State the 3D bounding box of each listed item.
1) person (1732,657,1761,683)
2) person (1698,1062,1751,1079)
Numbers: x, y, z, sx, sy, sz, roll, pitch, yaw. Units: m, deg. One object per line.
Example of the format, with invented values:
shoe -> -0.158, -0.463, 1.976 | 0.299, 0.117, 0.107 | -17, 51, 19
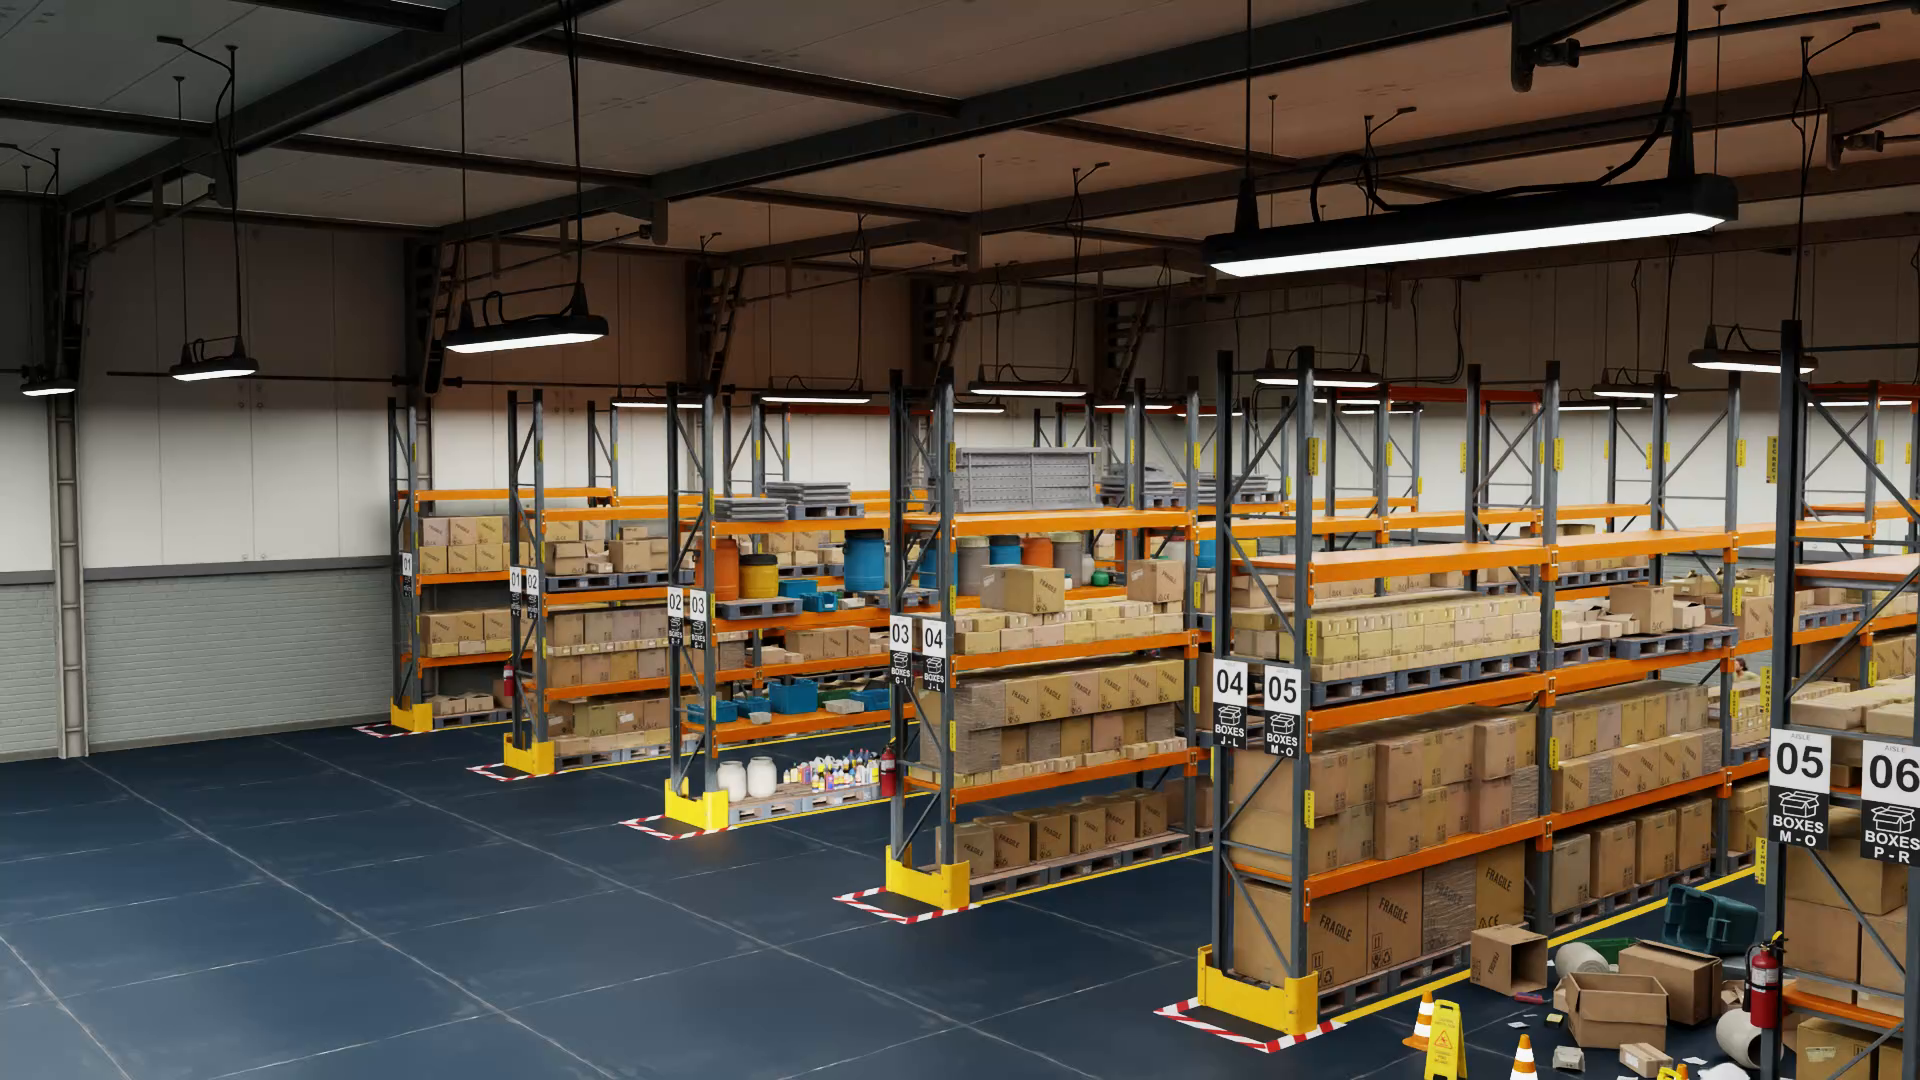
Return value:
person -> 13.219, 2.749, 27.904 | 0.671, 1.579, 0.629 | -2, 4, -32
person -> 4.267, 3.745, 9.125 | 0.979, 1.758, 0.550 | 1, 4, 19
